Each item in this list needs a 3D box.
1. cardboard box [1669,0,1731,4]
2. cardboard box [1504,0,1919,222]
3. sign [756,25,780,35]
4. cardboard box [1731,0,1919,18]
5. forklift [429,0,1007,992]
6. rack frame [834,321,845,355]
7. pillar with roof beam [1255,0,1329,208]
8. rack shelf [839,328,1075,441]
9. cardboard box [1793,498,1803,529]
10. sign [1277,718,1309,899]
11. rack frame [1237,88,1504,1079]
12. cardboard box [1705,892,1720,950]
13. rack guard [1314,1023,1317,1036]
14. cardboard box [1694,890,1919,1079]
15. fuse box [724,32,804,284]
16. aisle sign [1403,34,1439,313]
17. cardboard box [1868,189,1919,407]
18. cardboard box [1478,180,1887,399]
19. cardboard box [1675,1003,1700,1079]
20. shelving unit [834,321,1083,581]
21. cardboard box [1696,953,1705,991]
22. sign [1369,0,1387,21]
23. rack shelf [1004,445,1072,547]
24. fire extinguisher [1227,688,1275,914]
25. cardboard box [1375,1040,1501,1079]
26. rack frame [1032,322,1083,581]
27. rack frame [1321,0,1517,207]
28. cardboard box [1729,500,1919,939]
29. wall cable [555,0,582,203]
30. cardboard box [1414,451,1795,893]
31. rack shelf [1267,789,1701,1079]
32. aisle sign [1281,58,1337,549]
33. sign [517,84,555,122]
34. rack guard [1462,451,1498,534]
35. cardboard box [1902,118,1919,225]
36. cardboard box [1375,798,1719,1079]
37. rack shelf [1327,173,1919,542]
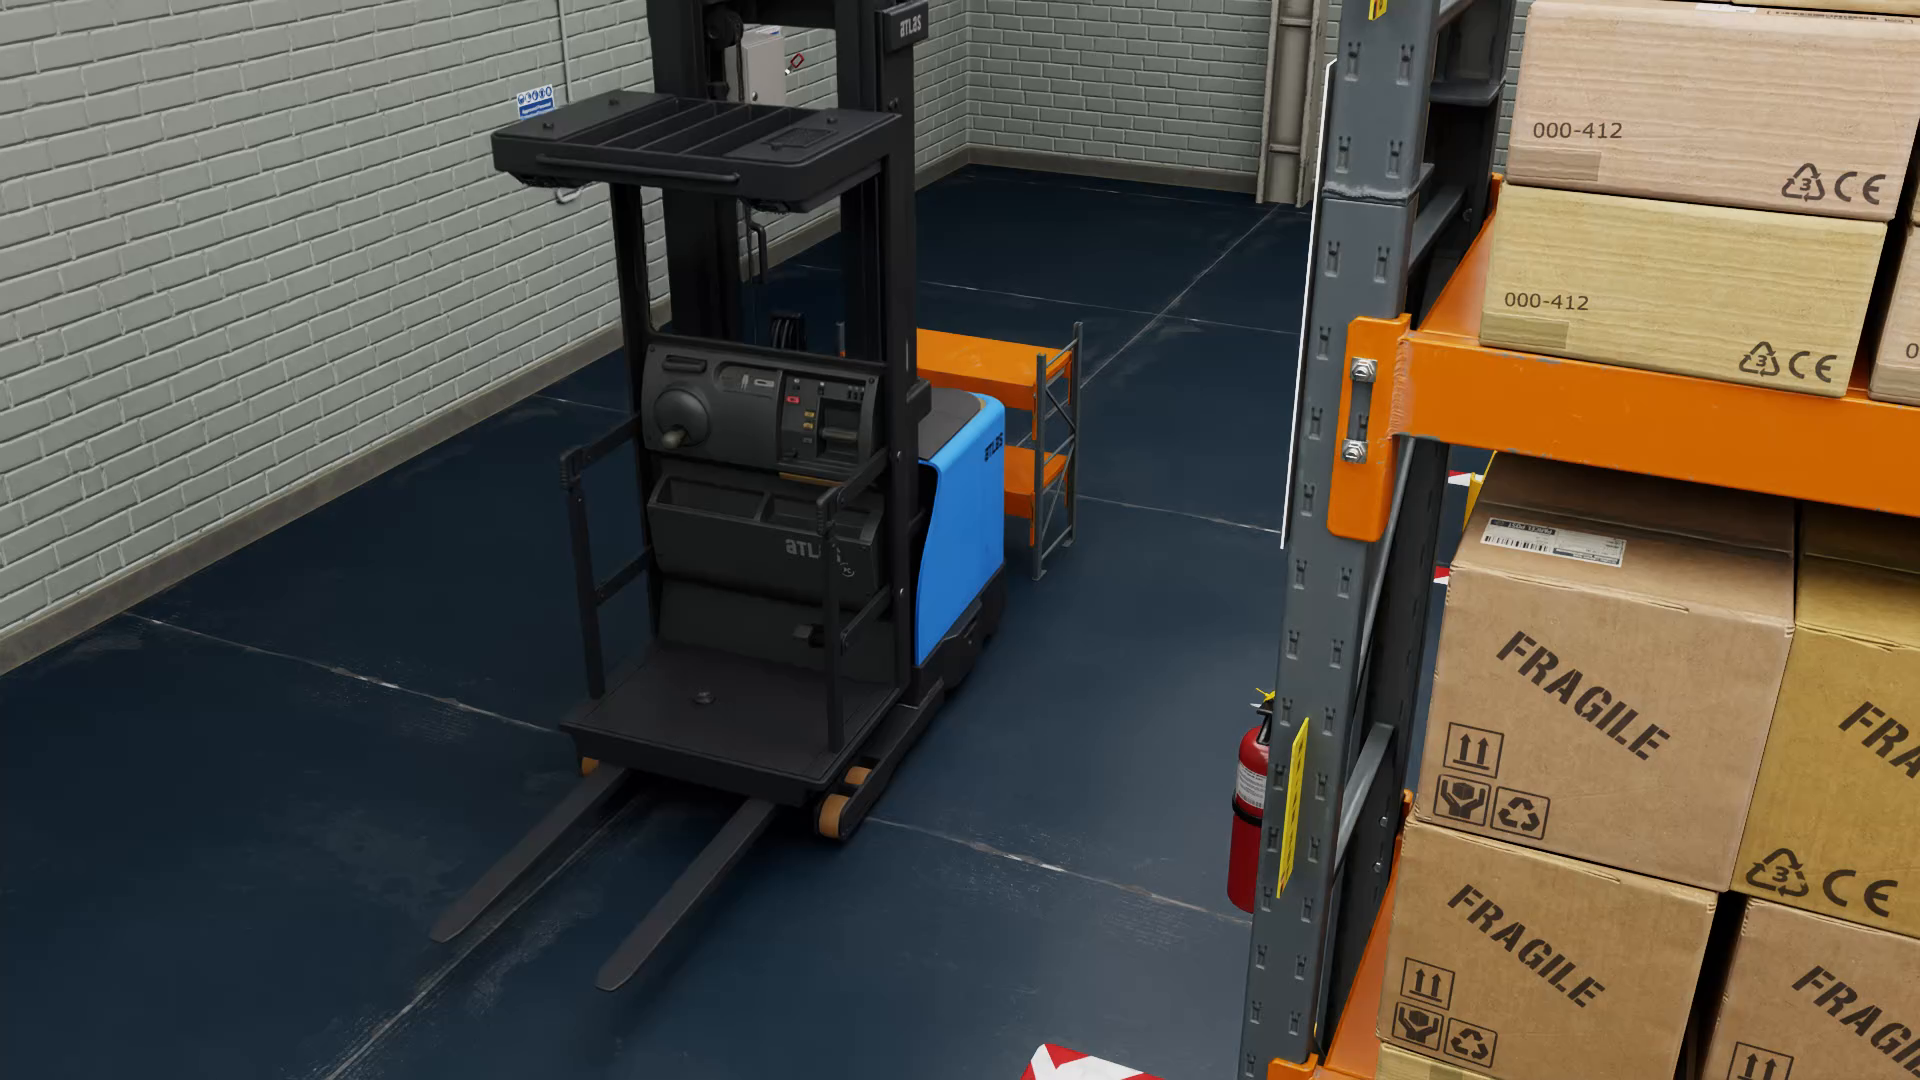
[{"bbox_3d":[1.009,-0.890,2.417,0.250,0.149,0.380,11,28,21],"label":"cardboard box"},{"bbox_3d":[1.110,-0.675,2.433,0.500,0.250,0.500,12,29,23],"label":"cardboard box"},{"bbox_3d":[-1.359,-3.401,11.869,0.001,0.494,0.329,11,28,22],"label":"sign"},{"bbox_3d":[1.234,-0.836,2.308,0.250,0.149,0.380,13,29,24],"label":"cardboard box"},{"bbox_3d":[-0.804,-0.435,5.816,1.130,2.935,3.031,10,28,19],"label":"forklift"},{"bbox_3d":[-0.469,-0.599,8.193,0.032,1.125,0.500,11,28,22],"label":"rack frame"},{"bbox_3d":[0.954,-5.180,8.583,0.400,9.000,9.100,11,28,22],"label":"pillar with roof beam"},{"bbox_3d":[-0.006,-0.768,7.875,1.000,0.278,0.538,11,28,22],"label":"rack shelf"},{"bbox_3d":[1.328,-0.002,3.276,0.500,0.500,0.500,11,28,21],"label":"cardboard box"},{"bbox_3d":[0.584,0.471,2.917,0.005,0.325,0.100,11,28,22],"label":"sign"},{"bbox_3d":[0.809,0.641,3.552,0.127,3.000,1.000,11,28,22],"label":"rack frame"},{"bbox_3d":[1.791,0.538,3.312,0.500,0.500,0.500,11,28,21],"label":"cardboard box"},{"bbox_3d":[0.878,1.777,4.076,0.348,0.500,1.175,11,28,22],"label":"rack guard"},{"bbox_3d":[1.601,0.744,2.894,0.500,0.500,0.500,11,28,22],"label":"cardboard box"},{"bbox_3d":[-1.375,-2.629,11.653,0.414,1.711,0.539,11,28,22],"label":"fuse box"},{"bbox_3d":[0.866,-0.659,3.250,0.004,0.787,0.394,11,28,22],"label":"aisle sign"},{"bbox_3d":[1.589,-0.354,2.348,0.500,0.250,0.500,12,29,23],"label":"cardboard box"},{"bbox_3d":[1.112,-0.452,2.547,0.500,0.250,0.500,12,29,24],"label":"cardboard box"},{"bbox_3d":[1.439,1.046,3.015,0.250,0.149,0.380,11,28,20],"label":"cardboard box"},{"bbox_3d":[-0.006,-0.506,8.004,1.048,1.125,0.538,11,28,22],"label":"shelving unit"},{"bbox_3d":[1.668,0.800,3.513,0.250,0.149,0.380,11,28,21],"label":"cardboard box"},{"bbox_3d":[0.584,-0.878,2.253,0.005,0.325,0.100,11,28,22],"label":"sign"},{"bbox_3d":[-0.006,-0.287,8.112,1.000,0.278,0.538,11,28,22],"label":"rack shelf"},{"bbox_3d":[0.770,0.612,4.122,0.183,0.674,0.296,11,28,22],"label":"fire extinguisher"},{"bbox_3d":[0.968,0.945,3.219,0.250,0.149,0.380,11,28,21],"label":"cardboard box"},{"bbox_3d":[0.457,-0.413,7.815,0.032,1.125,0.500,11,28,22],"label":"rack frame"},{"bbox_3d":[0.809,-2.050,2.227,0.127,3.000,1.000,11,28,22],"label":"rack frame"},{"bbox_3d":[1.569,0.293,2.677,0.500,0.500,0.500,12,29,23],"label":"cardboard box"},{"bbox_3d":[-2.377,-2.859,9.475,0.123,1.953,0.585,11,28,22],"label":"wall cable"},{"bbox_3d":[1.108,0.203,2.860,0.500,0.500,0.500,11,28,21],"label":"cardboard box"},{"bbox_3d":[2.629,1.330,2.968,4.000,0.370,1.077,11,28,22],"label":"rack shelf"},{"bbox_3d":[0.618,-0.418,2.760,0.004,0.787,0.394,11,28,22],"label":"aisle sign"},{"bbox_3d":[-2.453,-2.502,9.630,0.001,0.218,0.327,11,28,22],"label":"sign"},{"bbox_3d":[2.744,-0.251,8.193,0.348,0.500,1.175,11,28,22],"label":"rack guard"},{"bbox_3d":[1.576,-0.582,2.244,0.500,0.250,0.500,11,28,21],"label":"cardboard box"},{"bbox_3d":[1.103,0.656,3.072,0.500,0.500,0.500,13,29,24],"label":"cardboard box"},{"bbox_3d":[2.629,-0.016,2.305,4.000,0.370,1.077,11,28,22],"label":"rack shelf"}]
